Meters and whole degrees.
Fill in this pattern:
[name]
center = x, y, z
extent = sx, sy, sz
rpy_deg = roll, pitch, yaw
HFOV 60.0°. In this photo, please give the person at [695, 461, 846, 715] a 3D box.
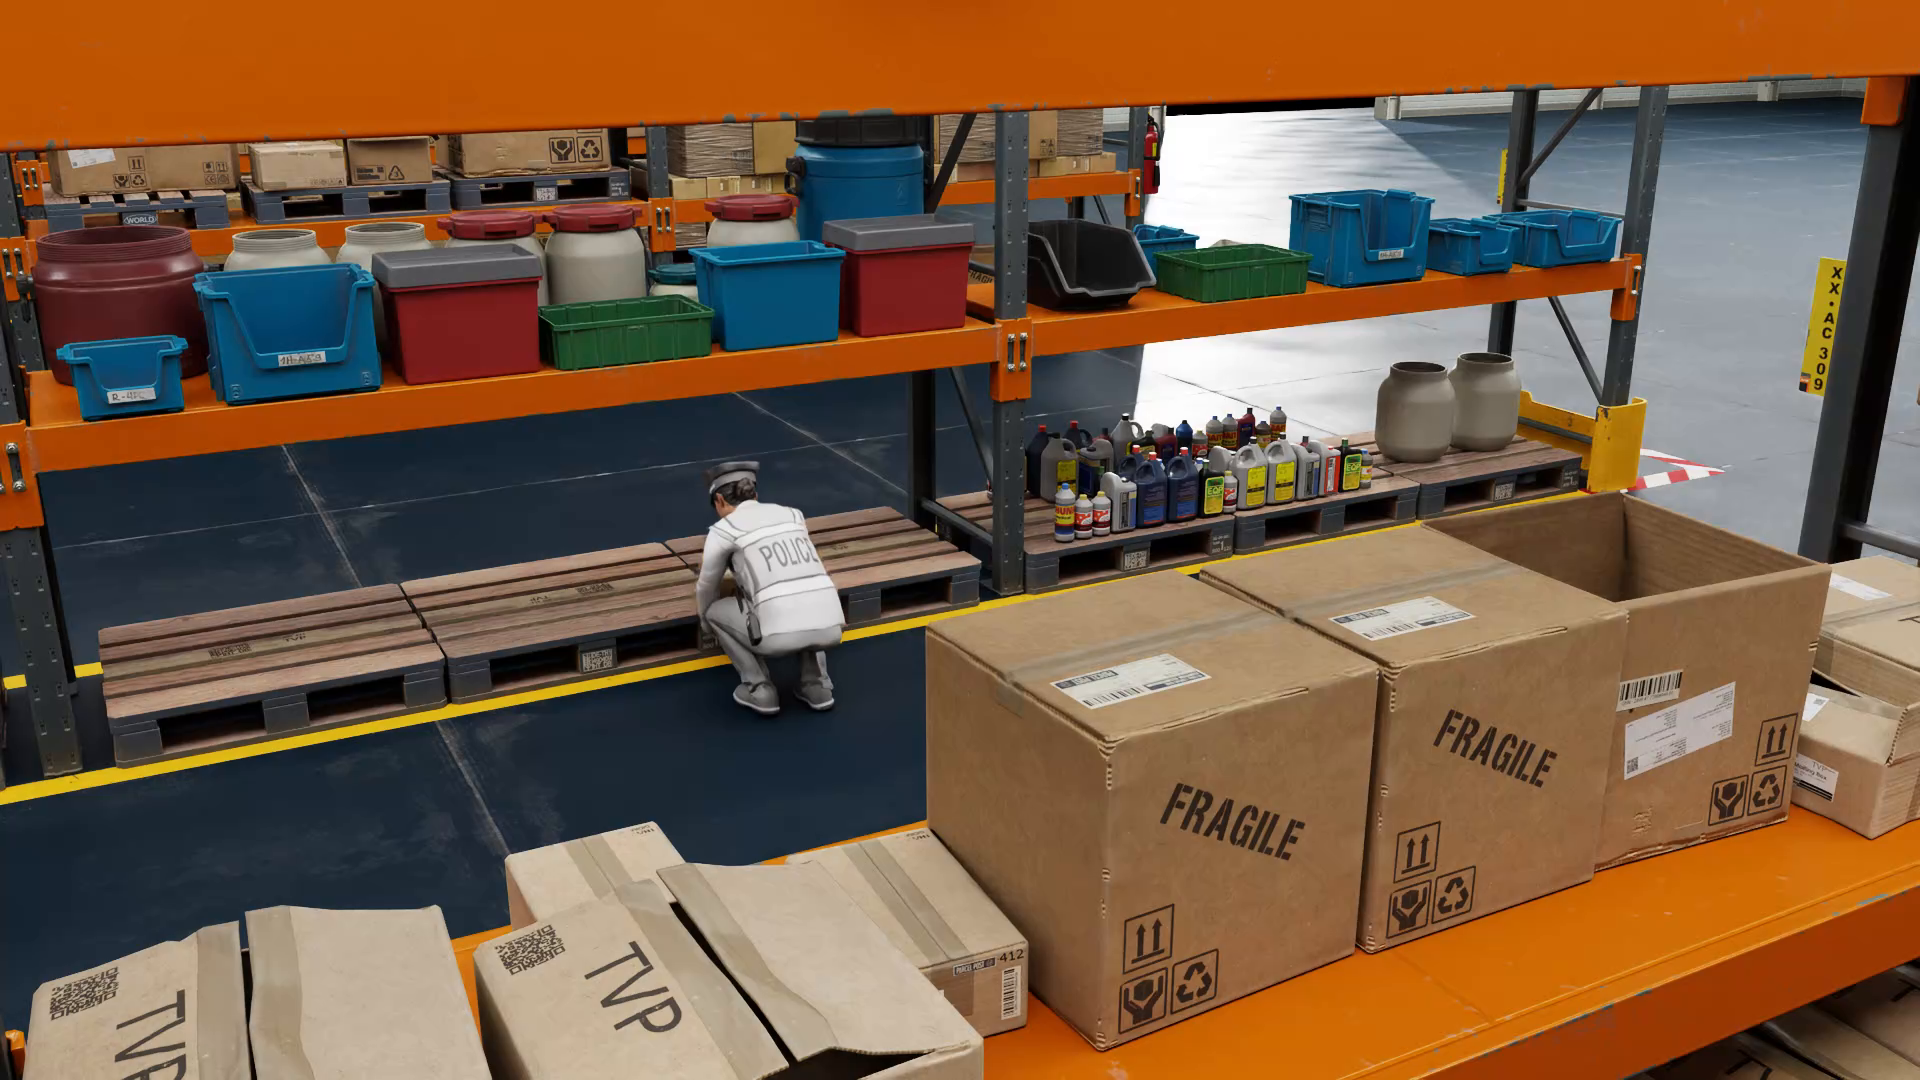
[person]
center = -0.766, 0.178, 6.649
extent = 0.497, 0.965, 0.819
rpy_deg = -10, 21, -27
